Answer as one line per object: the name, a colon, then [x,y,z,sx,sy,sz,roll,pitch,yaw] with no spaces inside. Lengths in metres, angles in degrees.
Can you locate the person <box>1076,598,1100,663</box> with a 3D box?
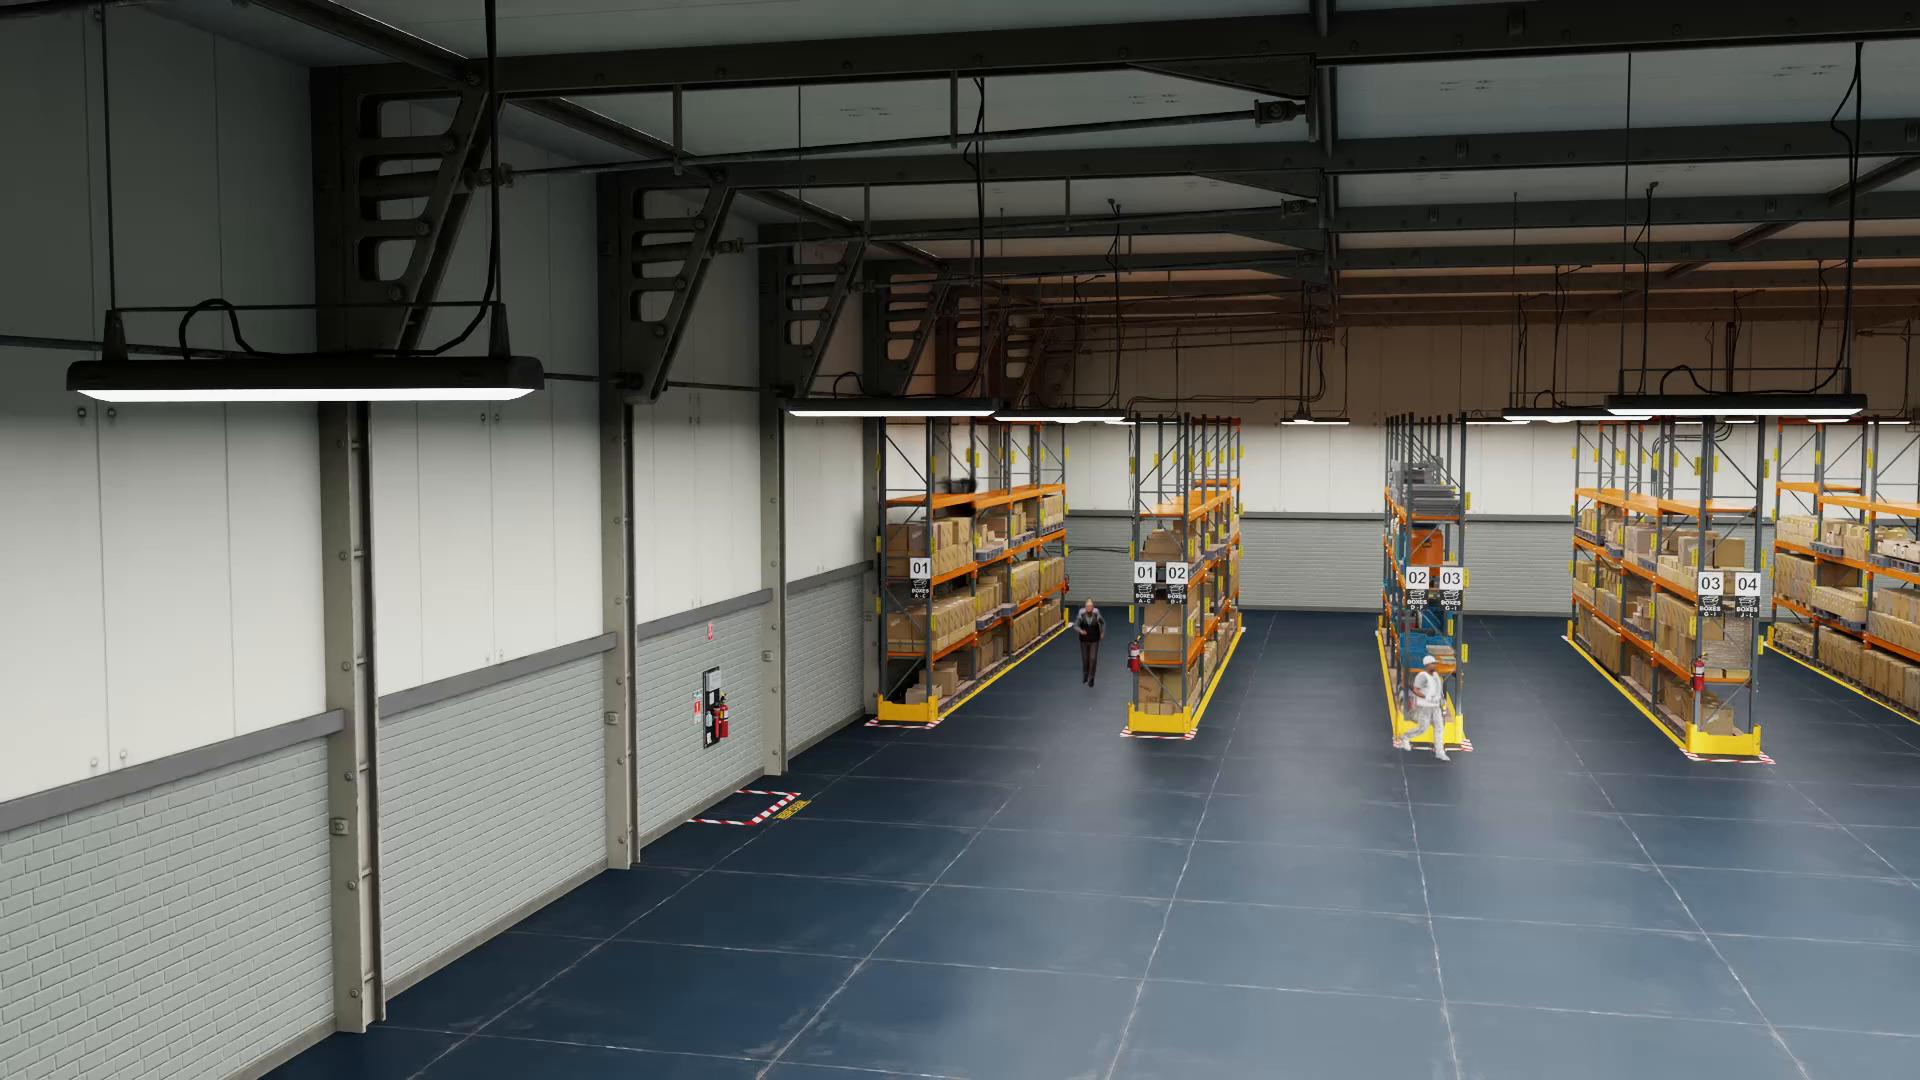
person: [3.086,2.213,40.071,0.583,1.588,0.581,1,4,7]

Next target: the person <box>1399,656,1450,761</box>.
person: [8.113,2.887,28.784,0.716,1.772,0.995,-3,5,-39]

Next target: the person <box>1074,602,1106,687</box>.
person: [2.747,2.193,35.275,0.676,1.770,0.814,0,4,7]
